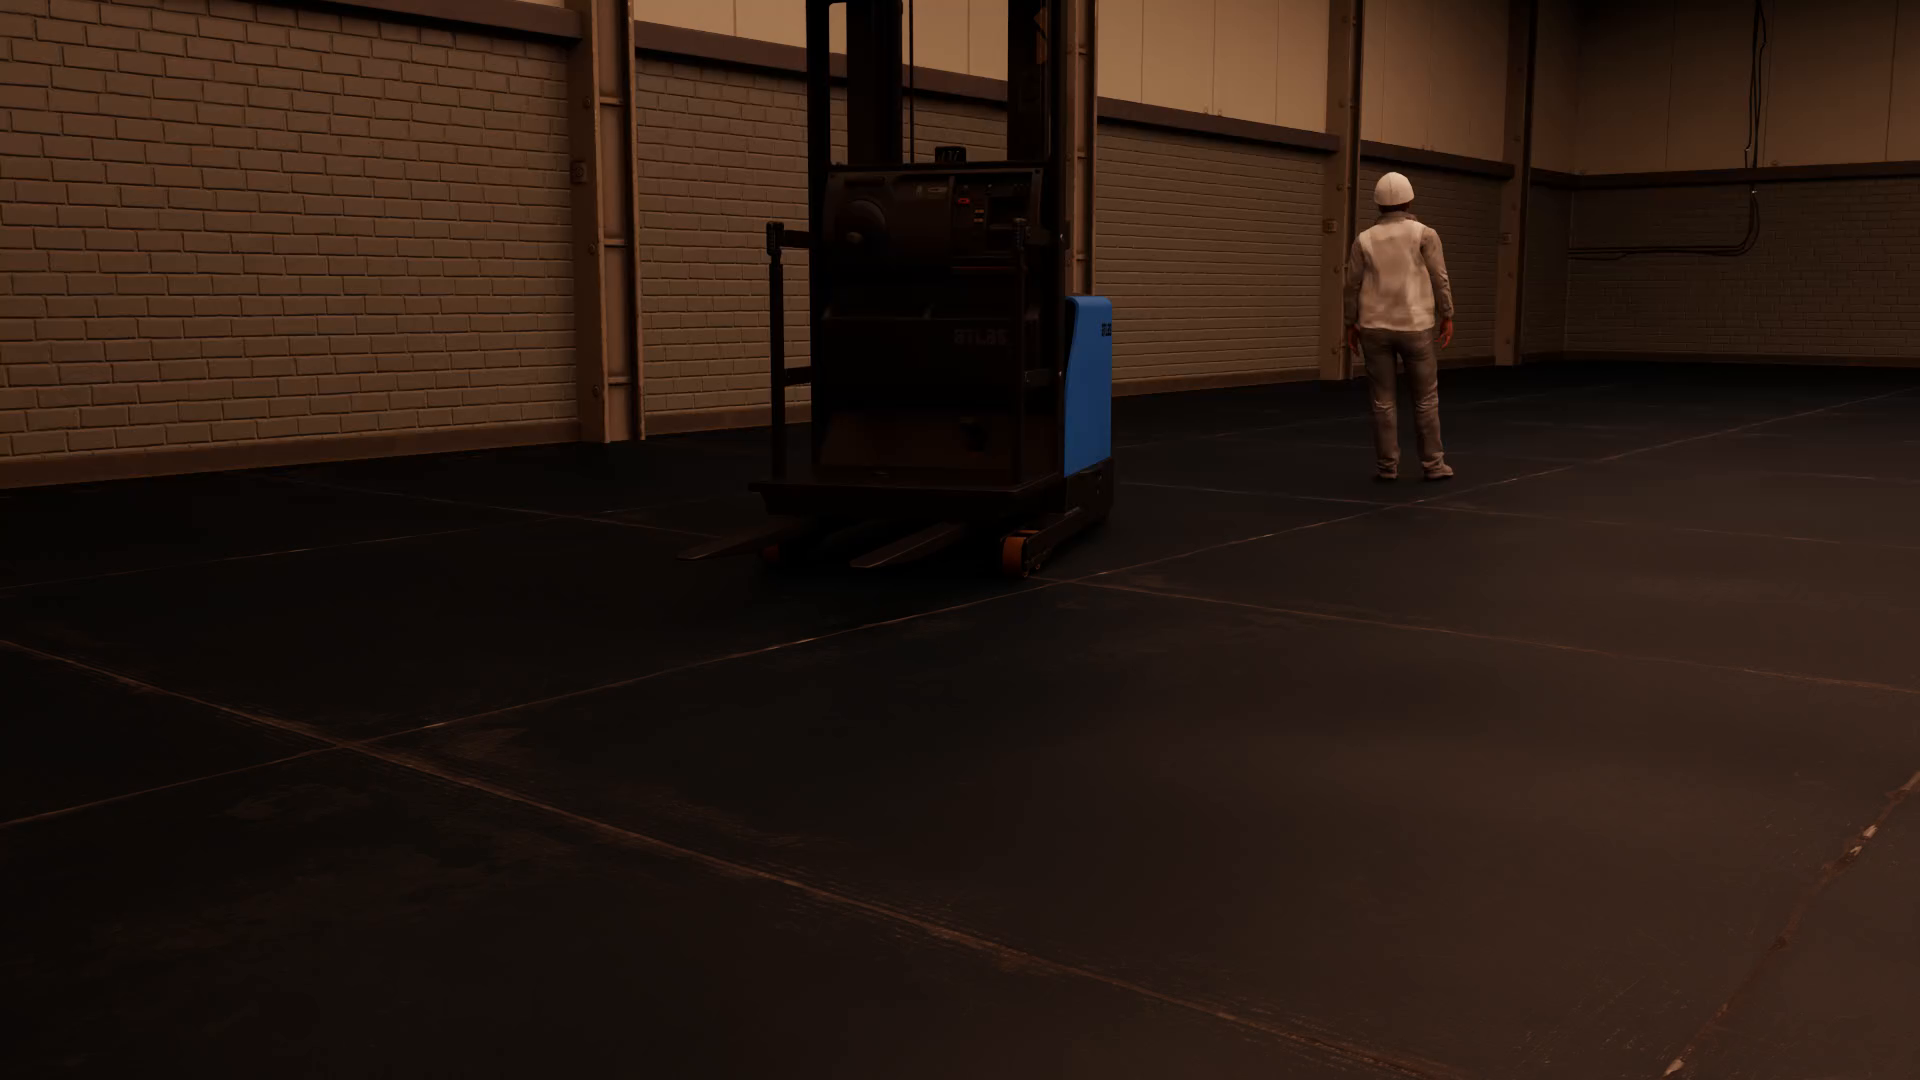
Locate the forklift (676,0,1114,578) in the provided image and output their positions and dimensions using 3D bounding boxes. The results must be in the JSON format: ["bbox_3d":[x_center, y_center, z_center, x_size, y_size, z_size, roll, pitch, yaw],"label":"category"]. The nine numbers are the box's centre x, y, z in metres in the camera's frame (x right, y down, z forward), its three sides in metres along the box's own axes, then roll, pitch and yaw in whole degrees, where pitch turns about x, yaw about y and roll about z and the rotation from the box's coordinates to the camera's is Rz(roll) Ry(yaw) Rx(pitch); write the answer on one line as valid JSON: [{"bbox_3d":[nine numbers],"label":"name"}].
[{"bbox_3d":[-0.176,-1.366,6.616,1.130,2.935,3.031,3,9,17],"label":"forklift"}]

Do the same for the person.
[{"bbox_3d":[2.580,-1.248,9.754,0.632,1.773,0.569,4,9,24],"label":"person"}]
